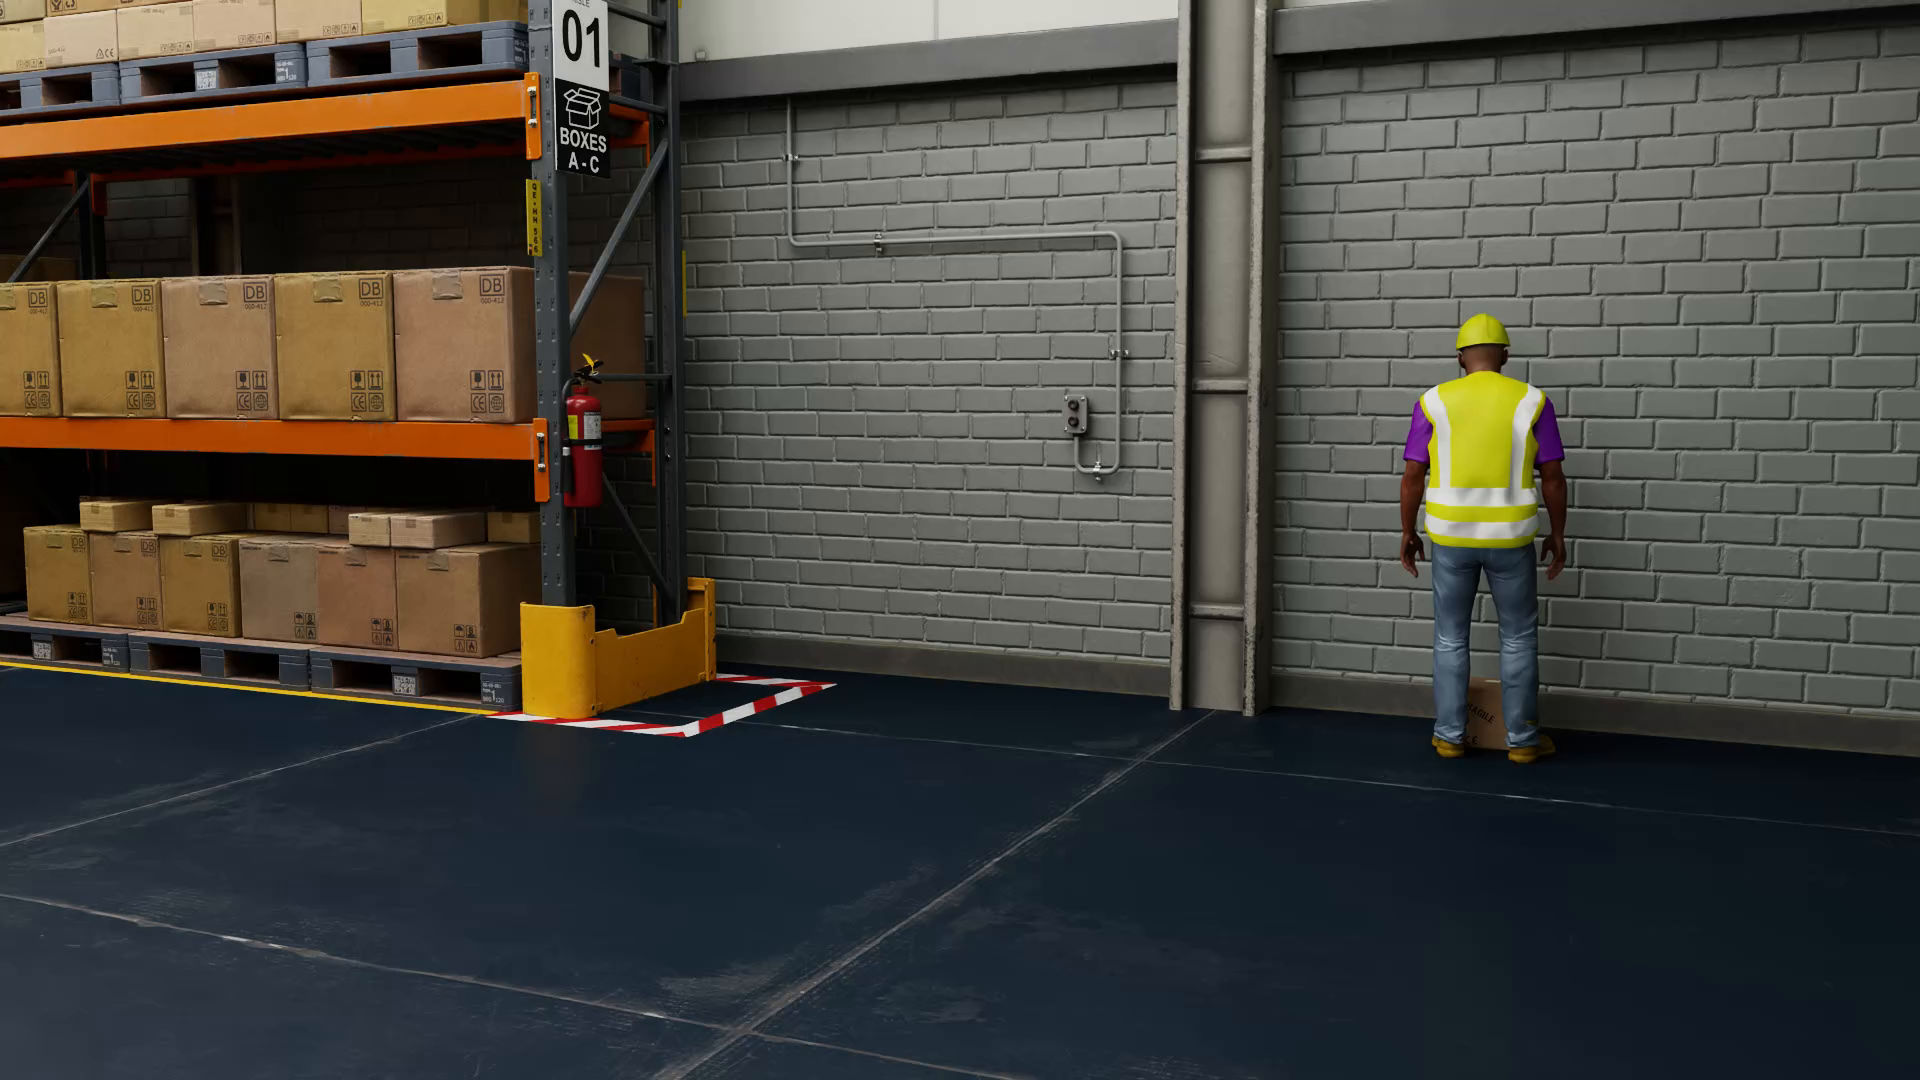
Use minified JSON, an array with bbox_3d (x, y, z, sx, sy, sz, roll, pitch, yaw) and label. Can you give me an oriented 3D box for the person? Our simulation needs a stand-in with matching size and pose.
[{"bbox_3d":[2.077,-0.015,6.611,0.635,1.760,0.457,2,6,20],"label":"person"}]
